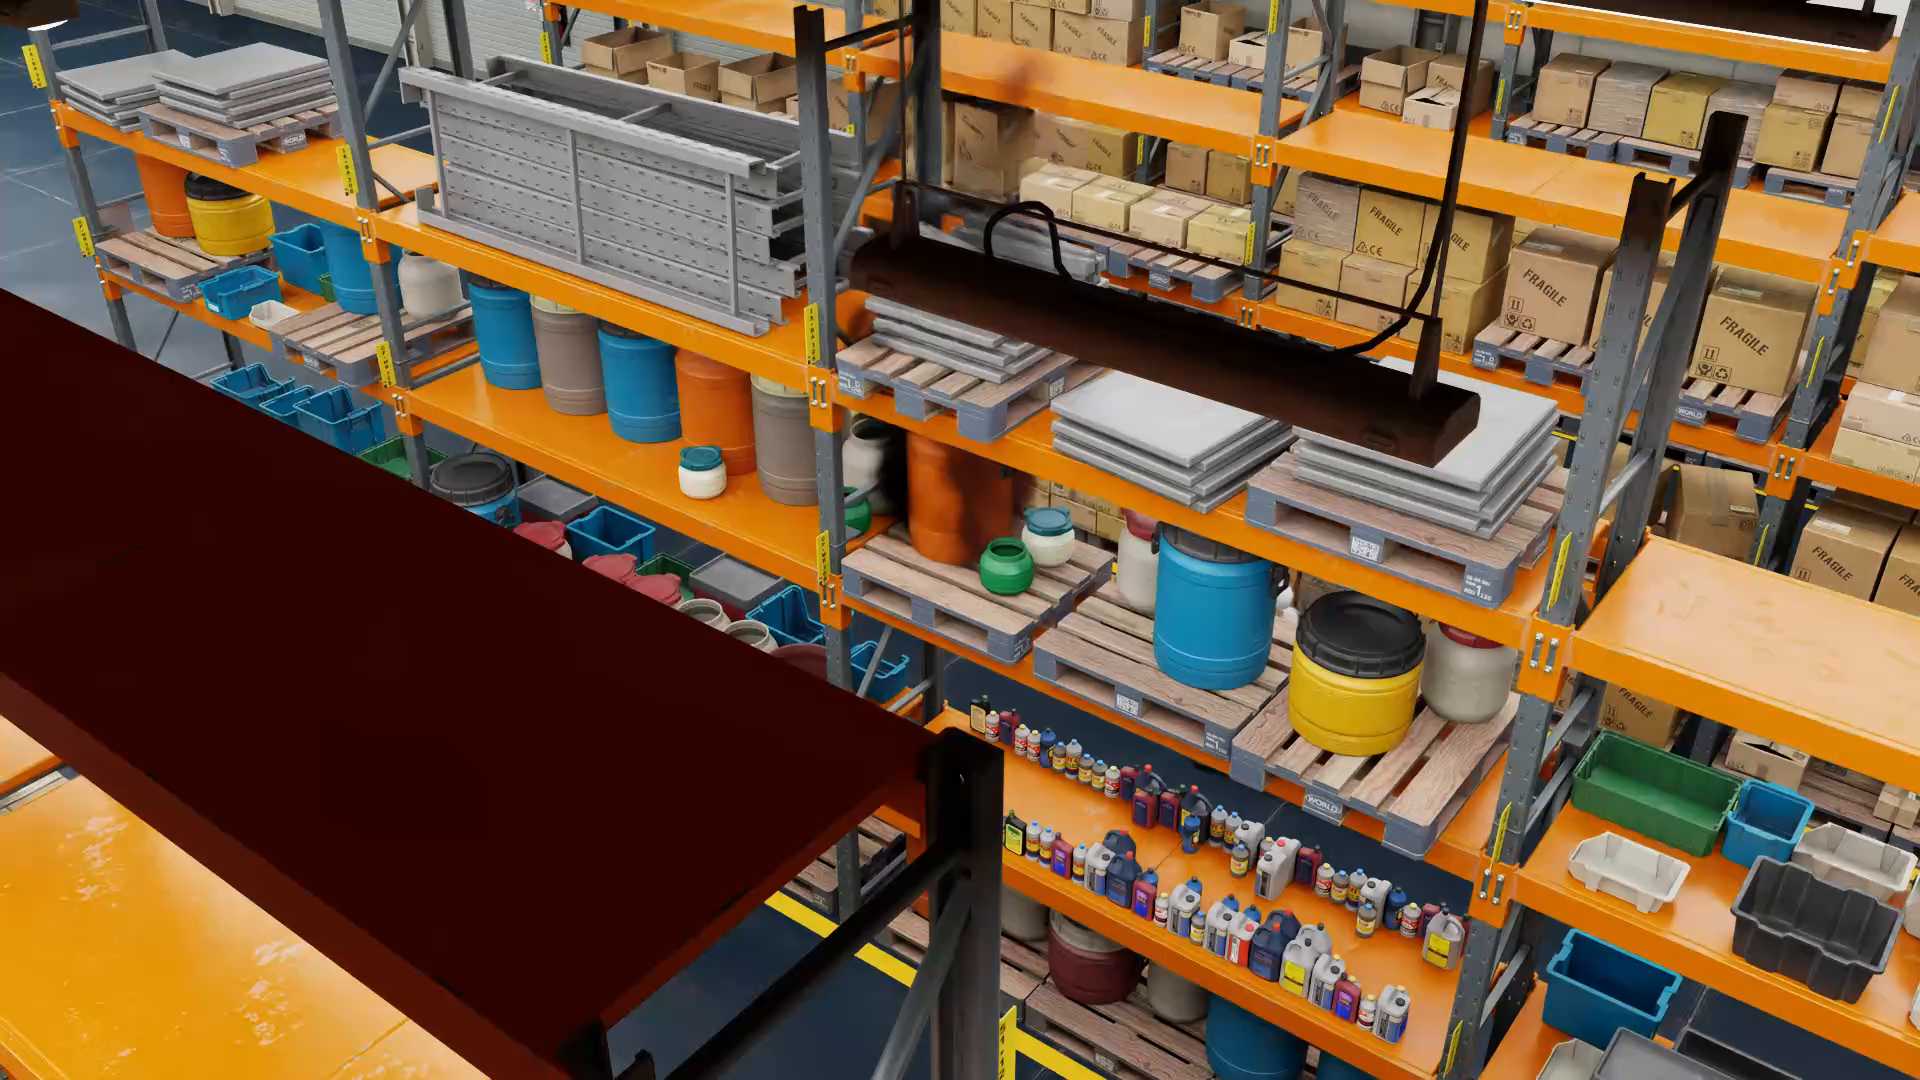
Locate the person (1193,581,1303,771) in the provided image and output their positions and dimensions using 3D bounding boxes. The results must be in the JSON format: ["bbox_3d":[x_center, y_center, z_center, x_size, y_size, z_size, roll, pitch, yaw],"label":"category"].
[{"bbox_3d":[2.161,1.031,11.869,0.967,1.768,0.667,15,35,23],"label":"person"}]
